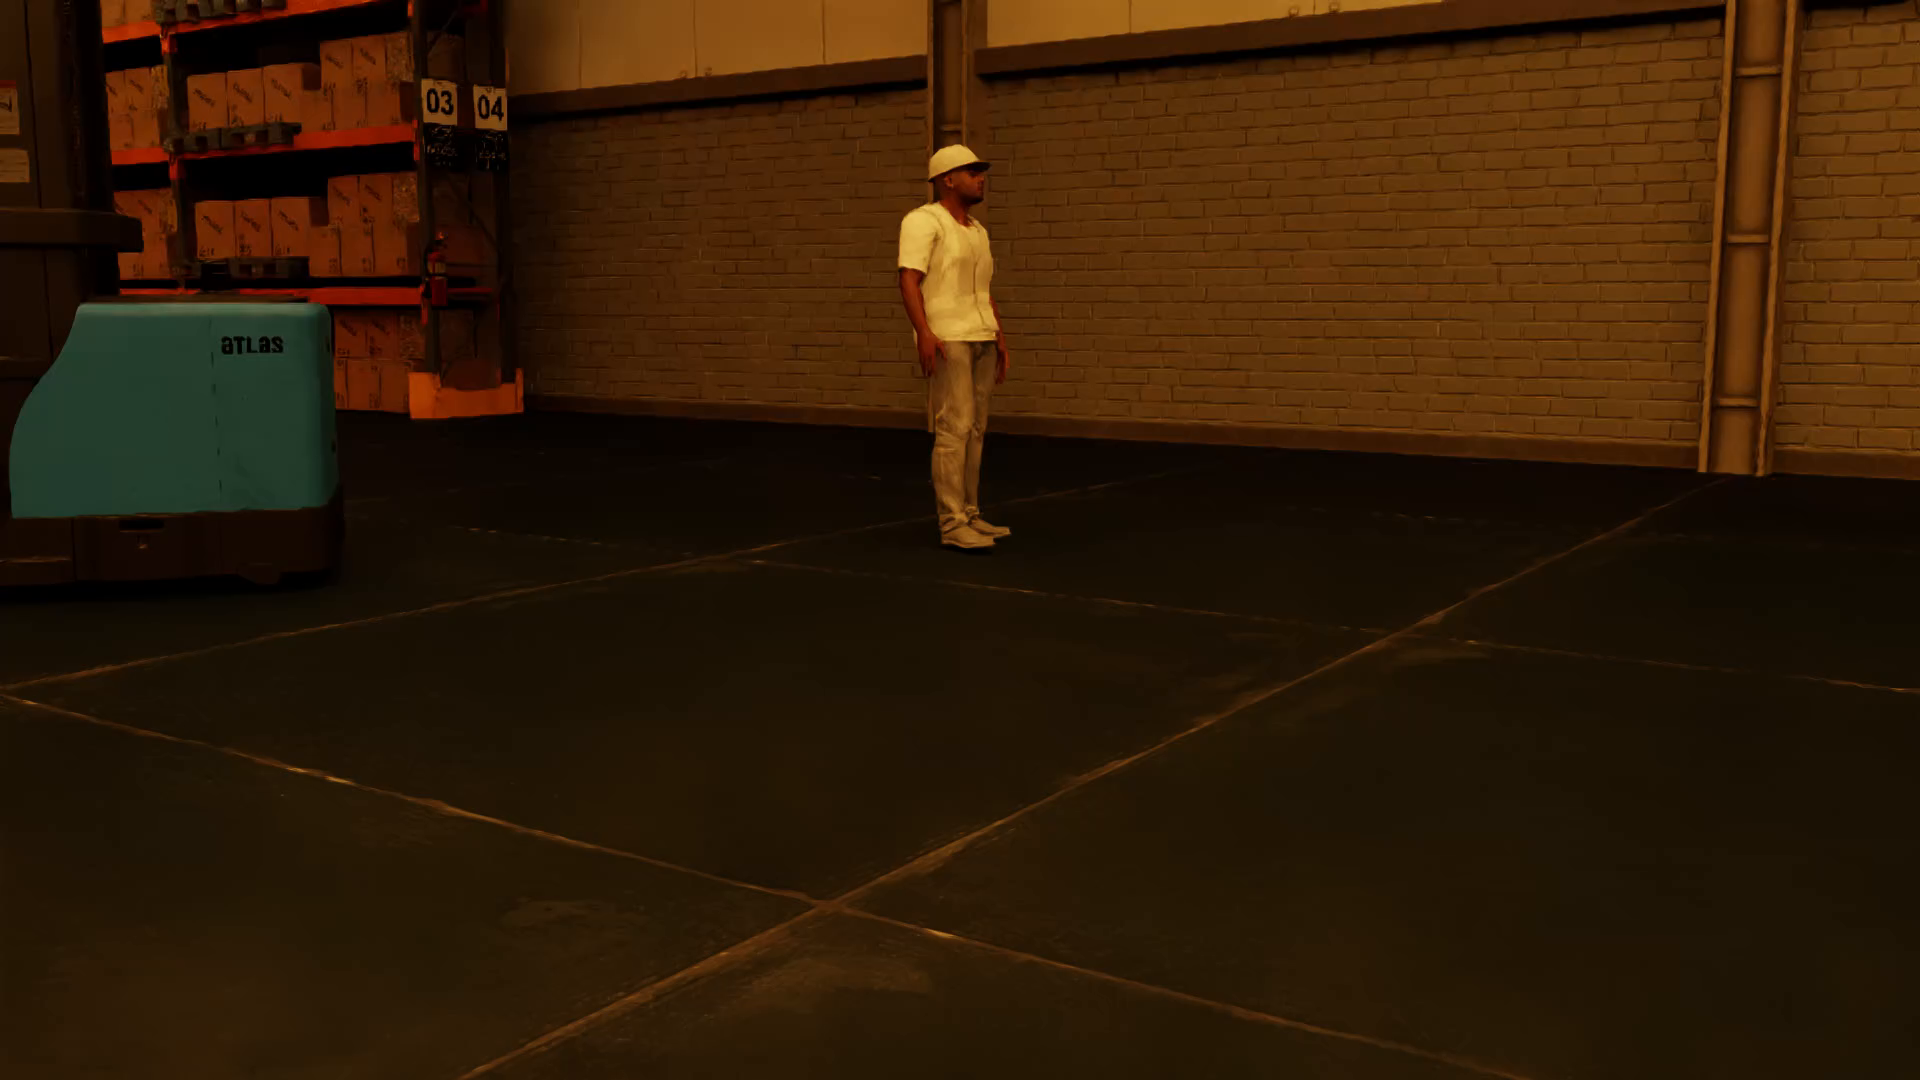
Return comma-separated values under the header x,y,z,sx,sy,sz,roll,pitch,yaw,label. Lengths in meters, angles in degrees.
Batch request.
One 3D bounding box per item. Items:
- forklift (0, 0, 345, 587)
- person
x,y,z,sx,sy,sz,roll,pitch,yaw,label
-3.974,-1.272,6.135,3.031,2.935,1.130,-3,8,-17,forklift
0.055,-0.875,7.435,0.576,1.766,0.665,5,10,34,person
